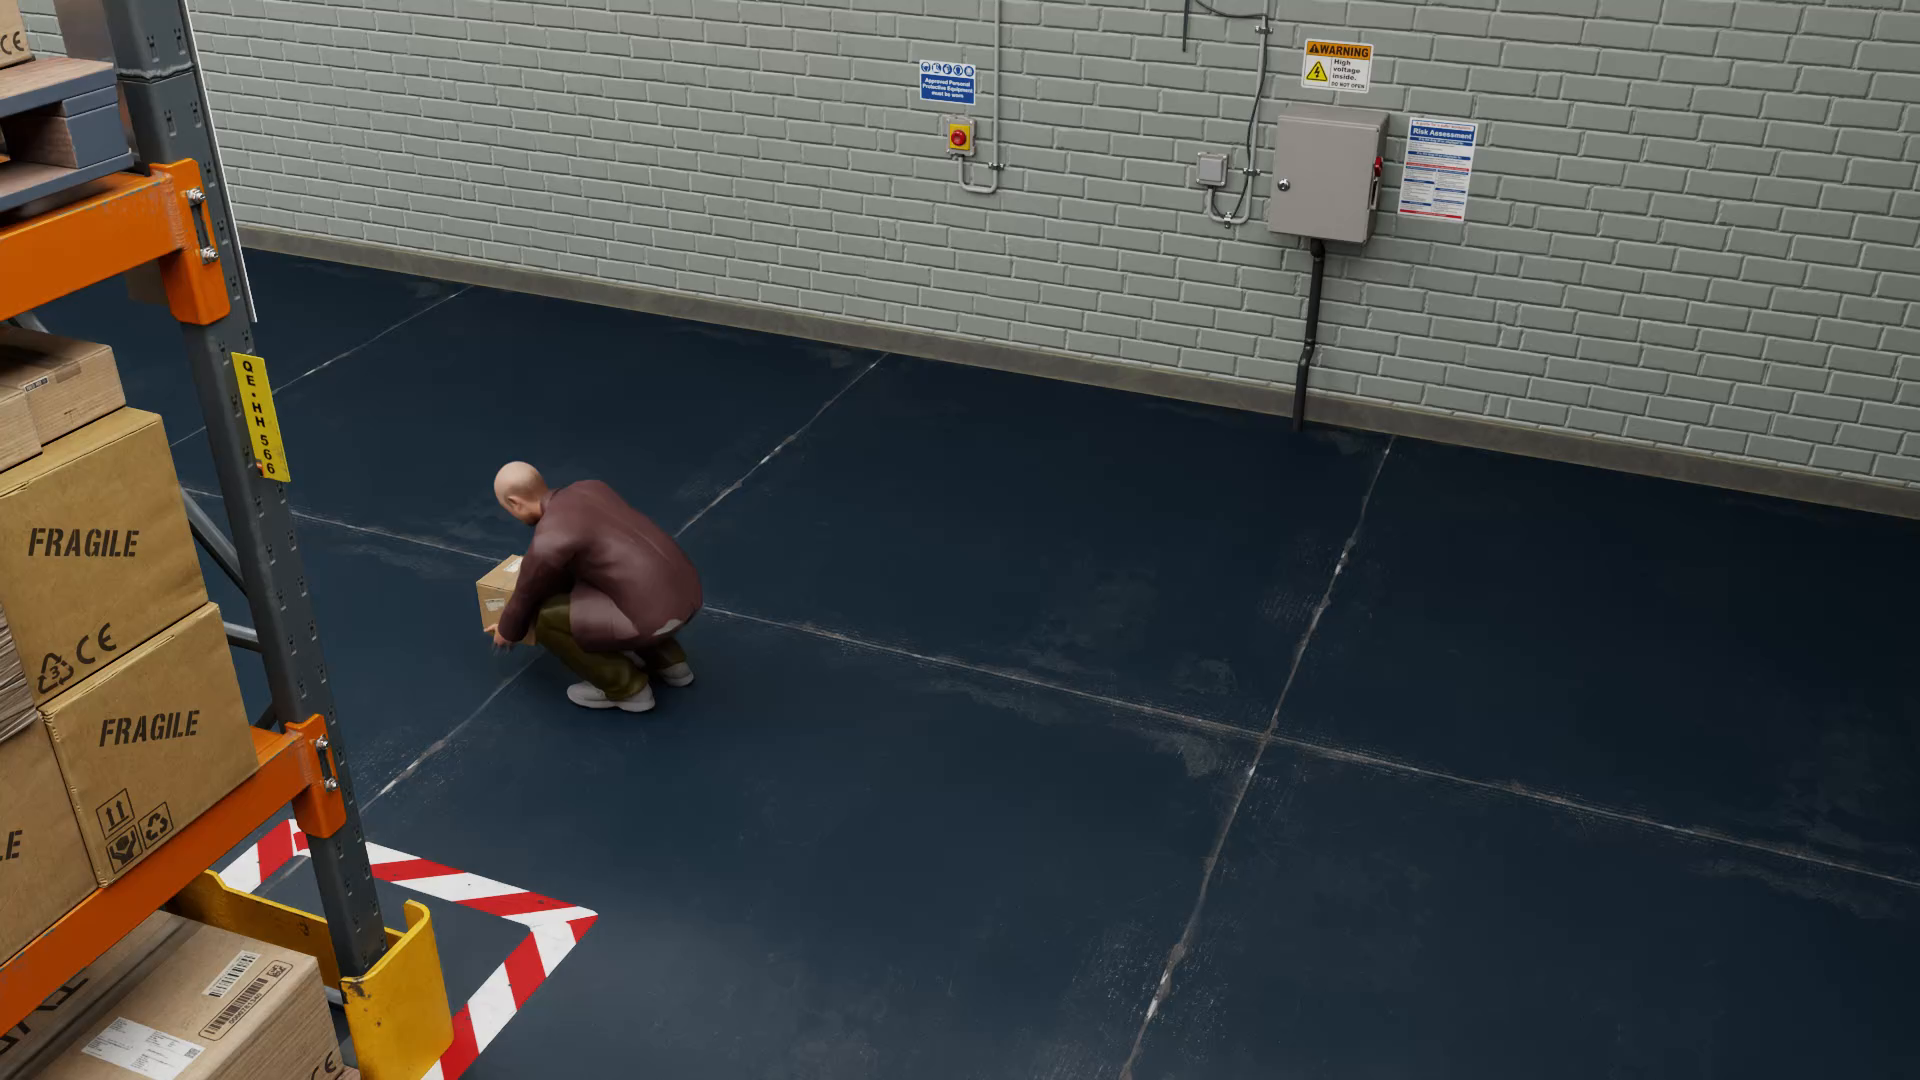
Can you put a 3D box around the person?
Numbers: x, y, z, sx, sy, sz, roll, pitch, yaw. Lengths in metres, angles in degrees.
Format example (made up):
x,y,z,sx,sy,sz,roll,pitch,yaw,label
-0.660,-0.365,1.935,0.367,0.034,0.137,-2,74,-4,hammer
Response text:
x,y,z,sx,sy,sz,roll,pitch,yaw,label
-1.474,0.167,6.659,0.917,0.989,0.584,11,31,18,person
